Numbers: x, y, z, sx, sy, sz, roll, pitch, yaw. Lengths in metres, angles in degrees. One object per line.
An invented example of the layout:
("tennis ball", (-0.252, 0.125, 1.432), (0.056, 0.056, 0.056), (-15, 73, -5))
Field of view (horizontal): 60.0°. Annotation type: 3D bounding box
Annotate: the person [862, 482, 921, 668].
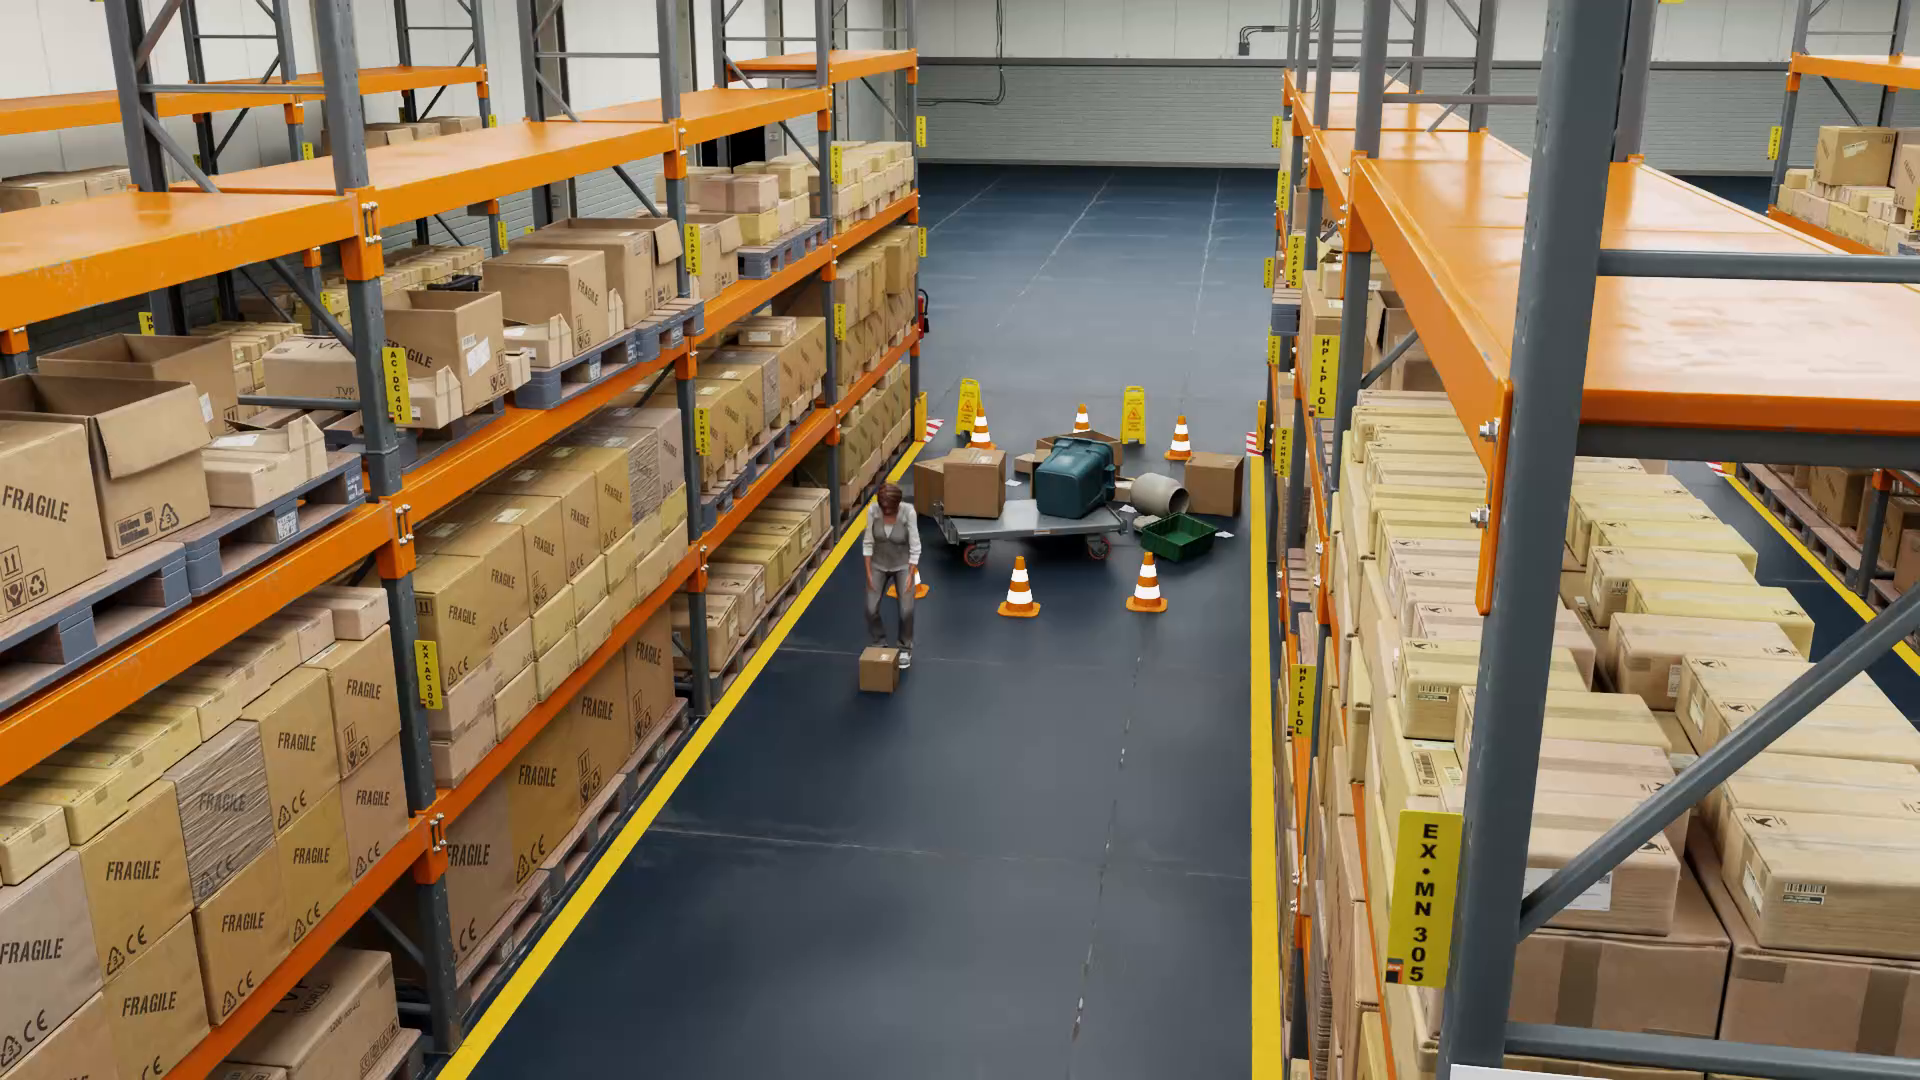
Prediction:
("person", (-0.501, 0.243, 12.533), (0.447, 1.481, 0.497), (3, 18, 10))
